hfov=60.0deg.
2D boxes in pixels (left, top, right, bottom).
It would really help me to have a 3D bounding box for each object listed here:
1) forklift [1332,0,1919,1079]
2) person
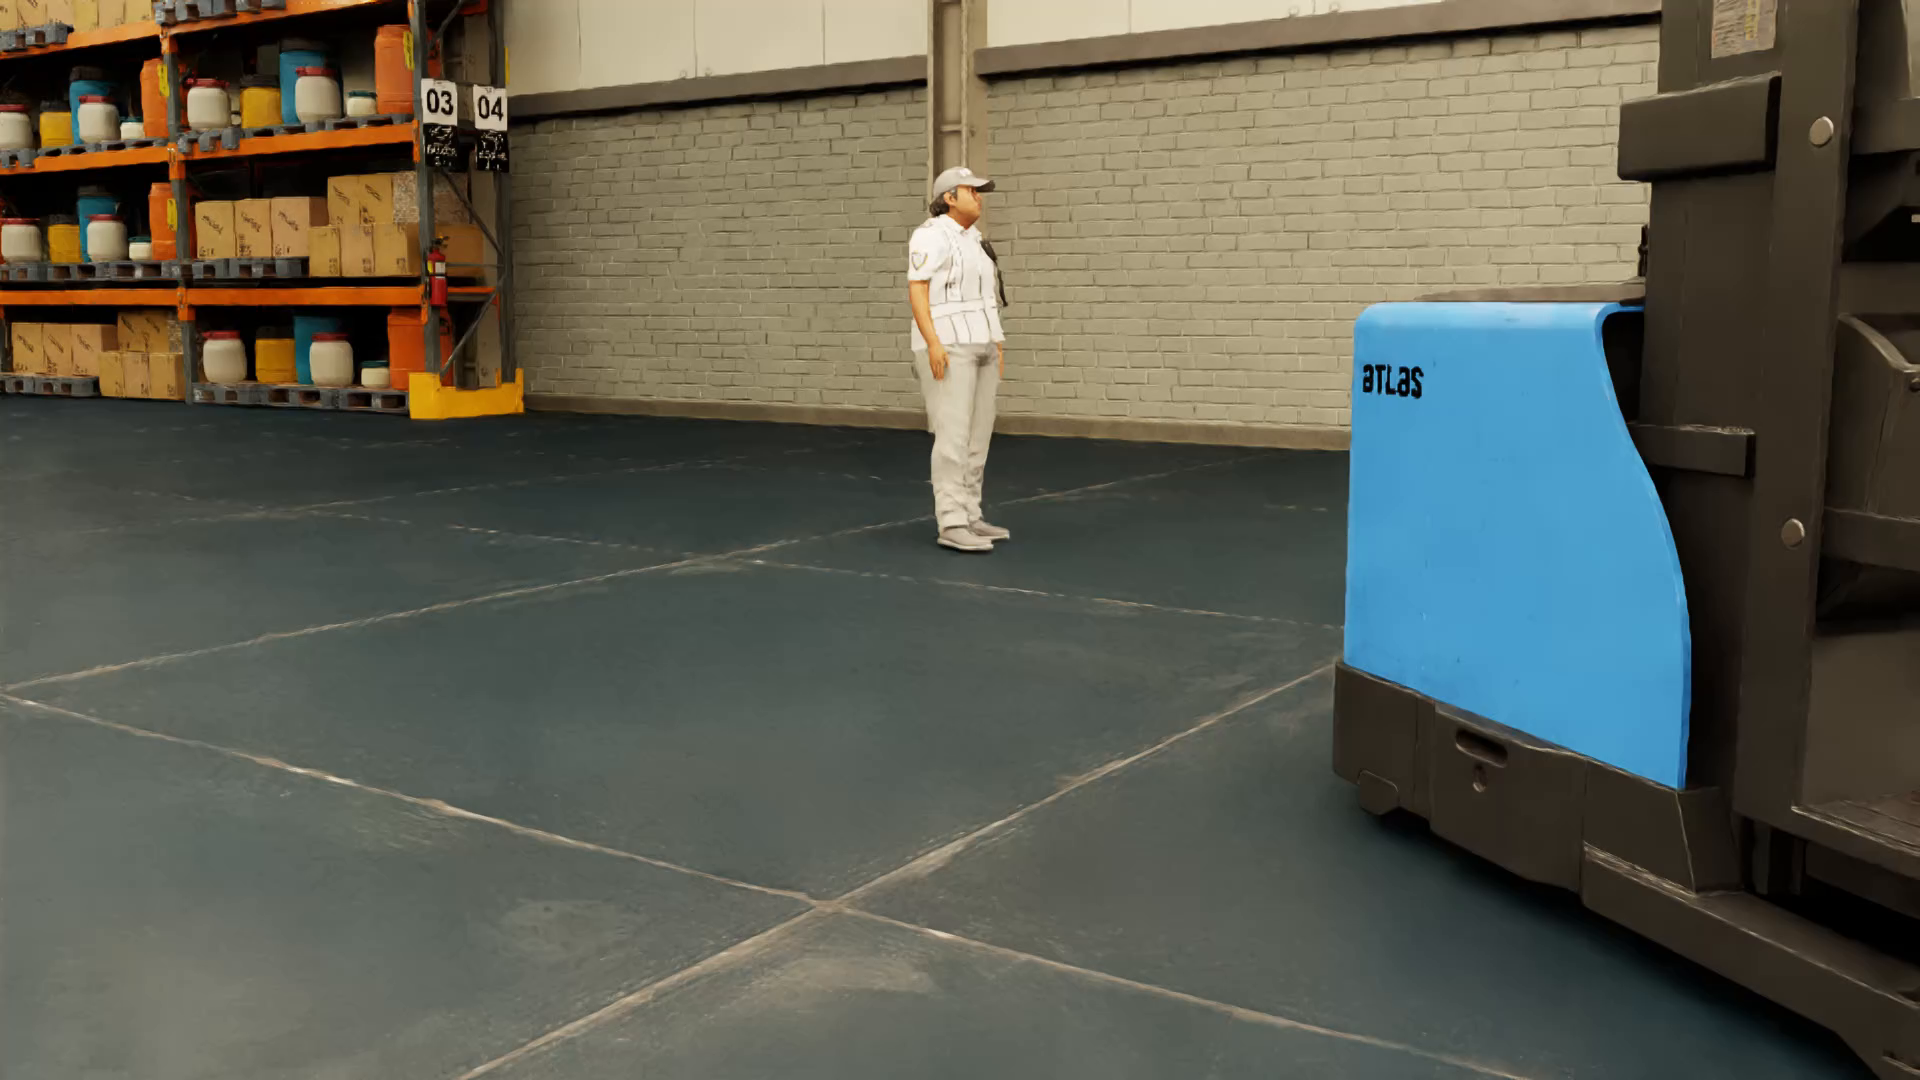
[{"bbox_3d":[1.761,-0.712,2.199,1.130,2.935,3.031,-3,9,-19],"label":"forklift"},{"bbox_3d":[0.051,-0.824,7.424,0.529,1.669,0.598,5,10,34],"label":"person"}]
